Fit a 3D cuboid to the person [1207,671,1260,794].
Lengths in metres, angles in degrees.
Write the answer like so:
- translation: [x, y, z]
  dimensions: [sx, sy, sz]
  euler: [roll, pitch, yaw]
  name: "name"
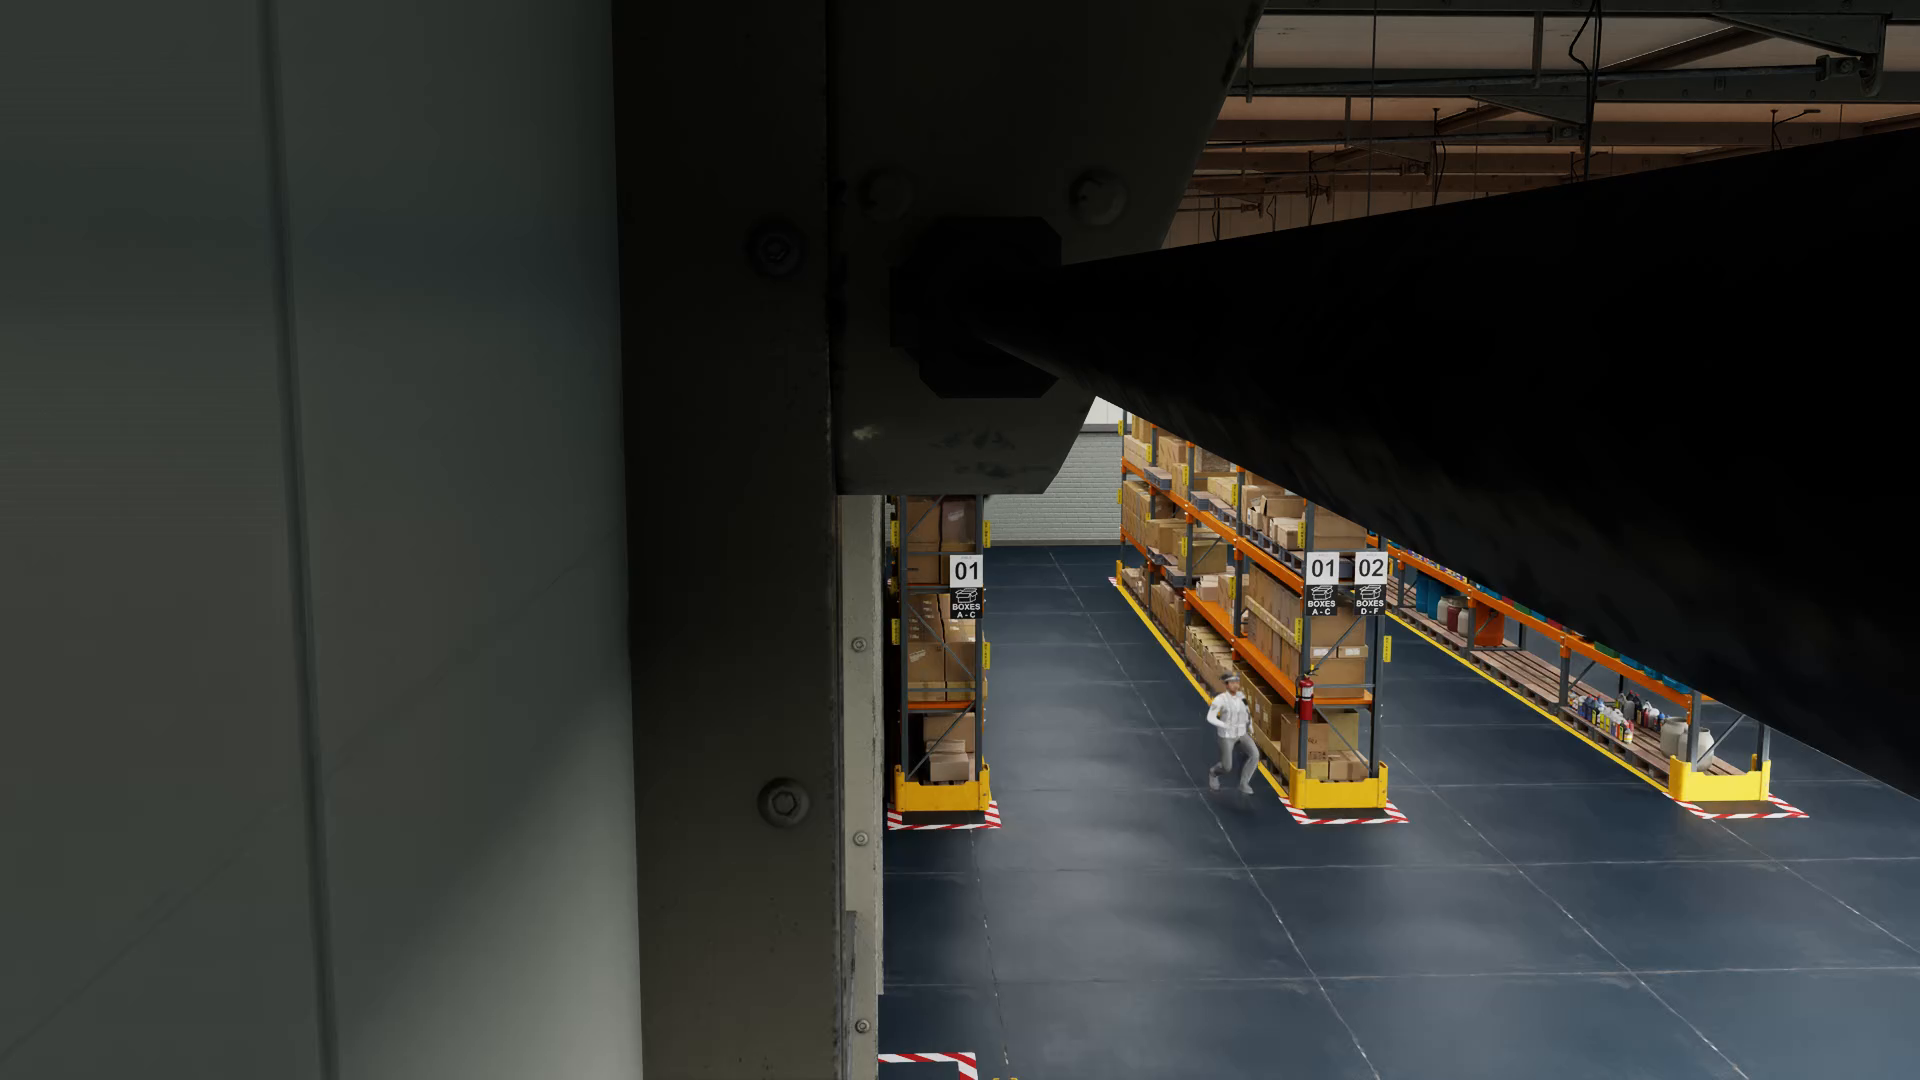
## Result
- translation: [3.382, 2.385, 20.509]
  dimensions: [0.648, 1.563, 0.924]
  euler: [-3, 9, -20]
  name: "person"
